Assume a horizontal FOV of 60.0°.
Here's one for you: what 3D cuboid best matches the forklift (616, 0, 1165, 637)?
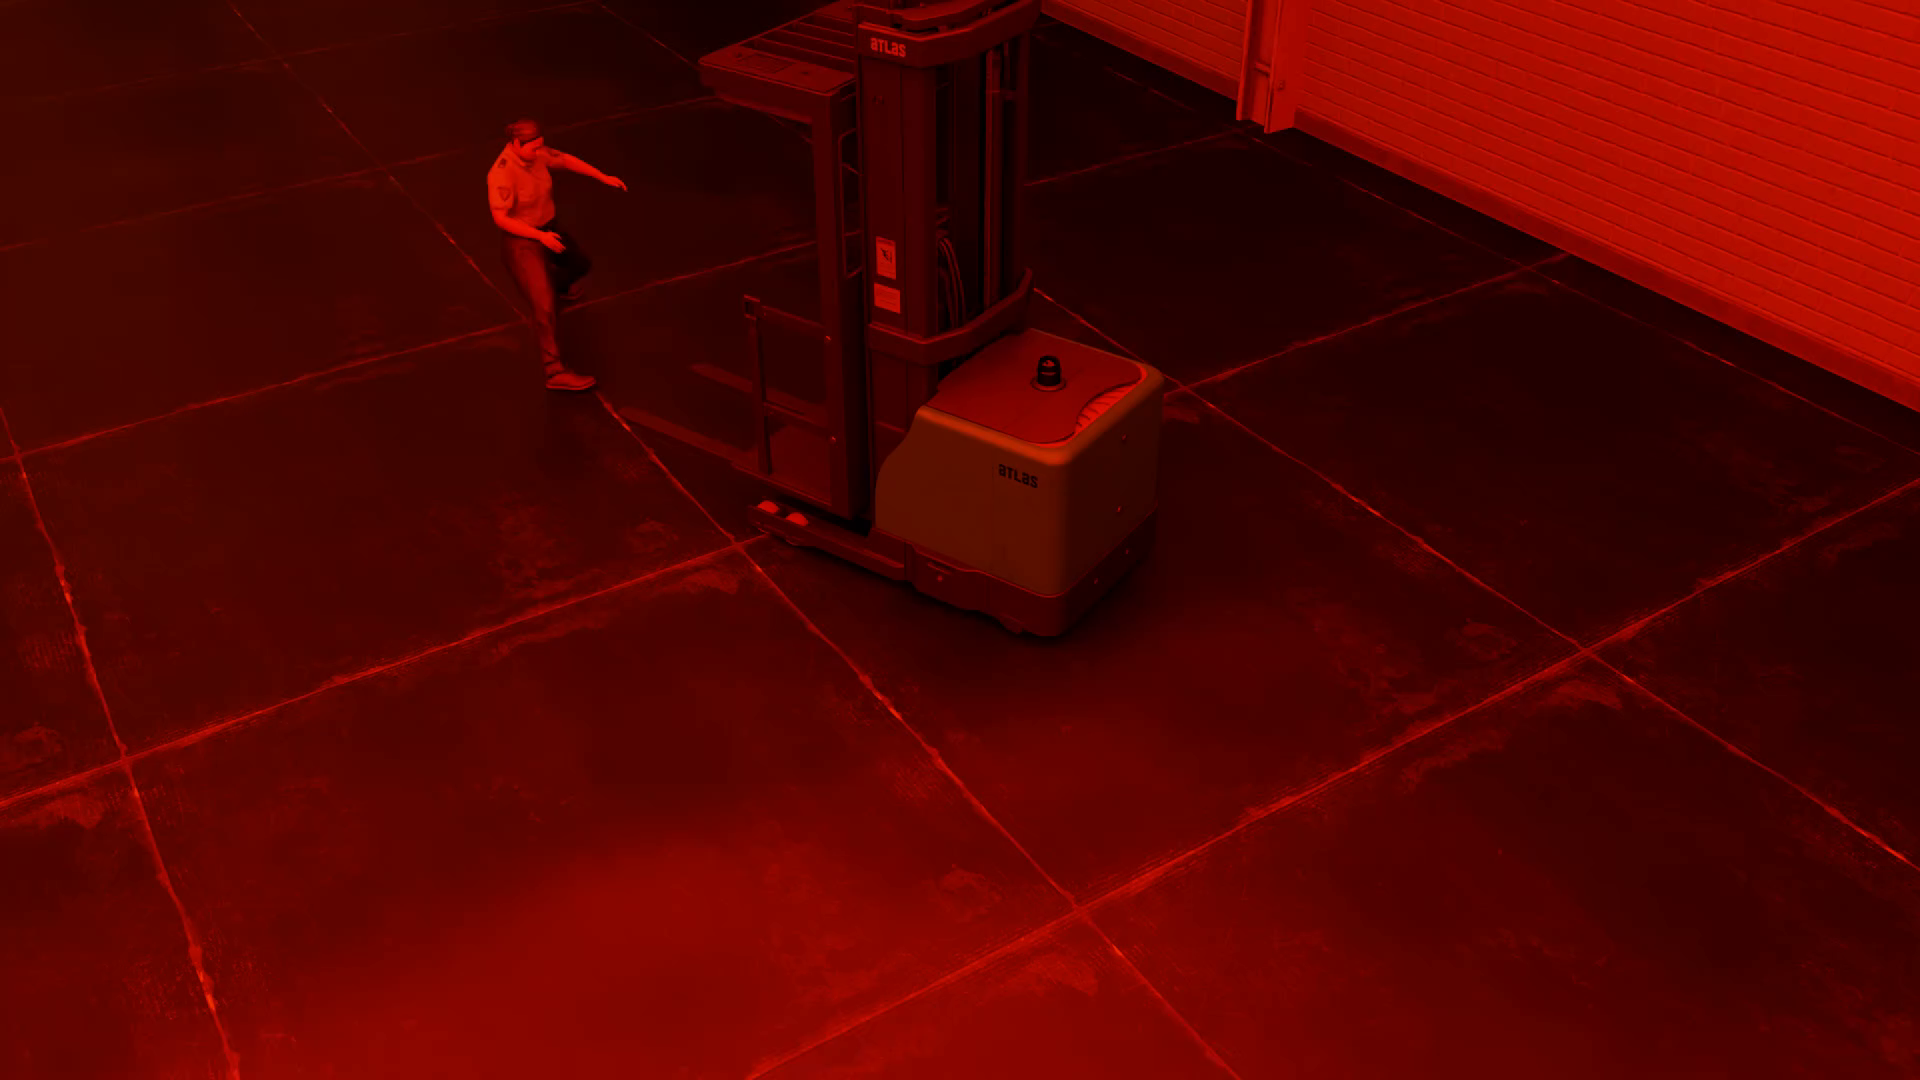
[{"bbox_3d":[-0.500,-1.399,8.138,3.031,2.935,1.130,22,41,28],"label":"forklift"}]

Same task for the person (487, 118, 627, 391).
[{"bbox_3d":[-2.442,-1.844,10.071,0.887,1.453,1.230,12,37,16],"label":"person"}]
